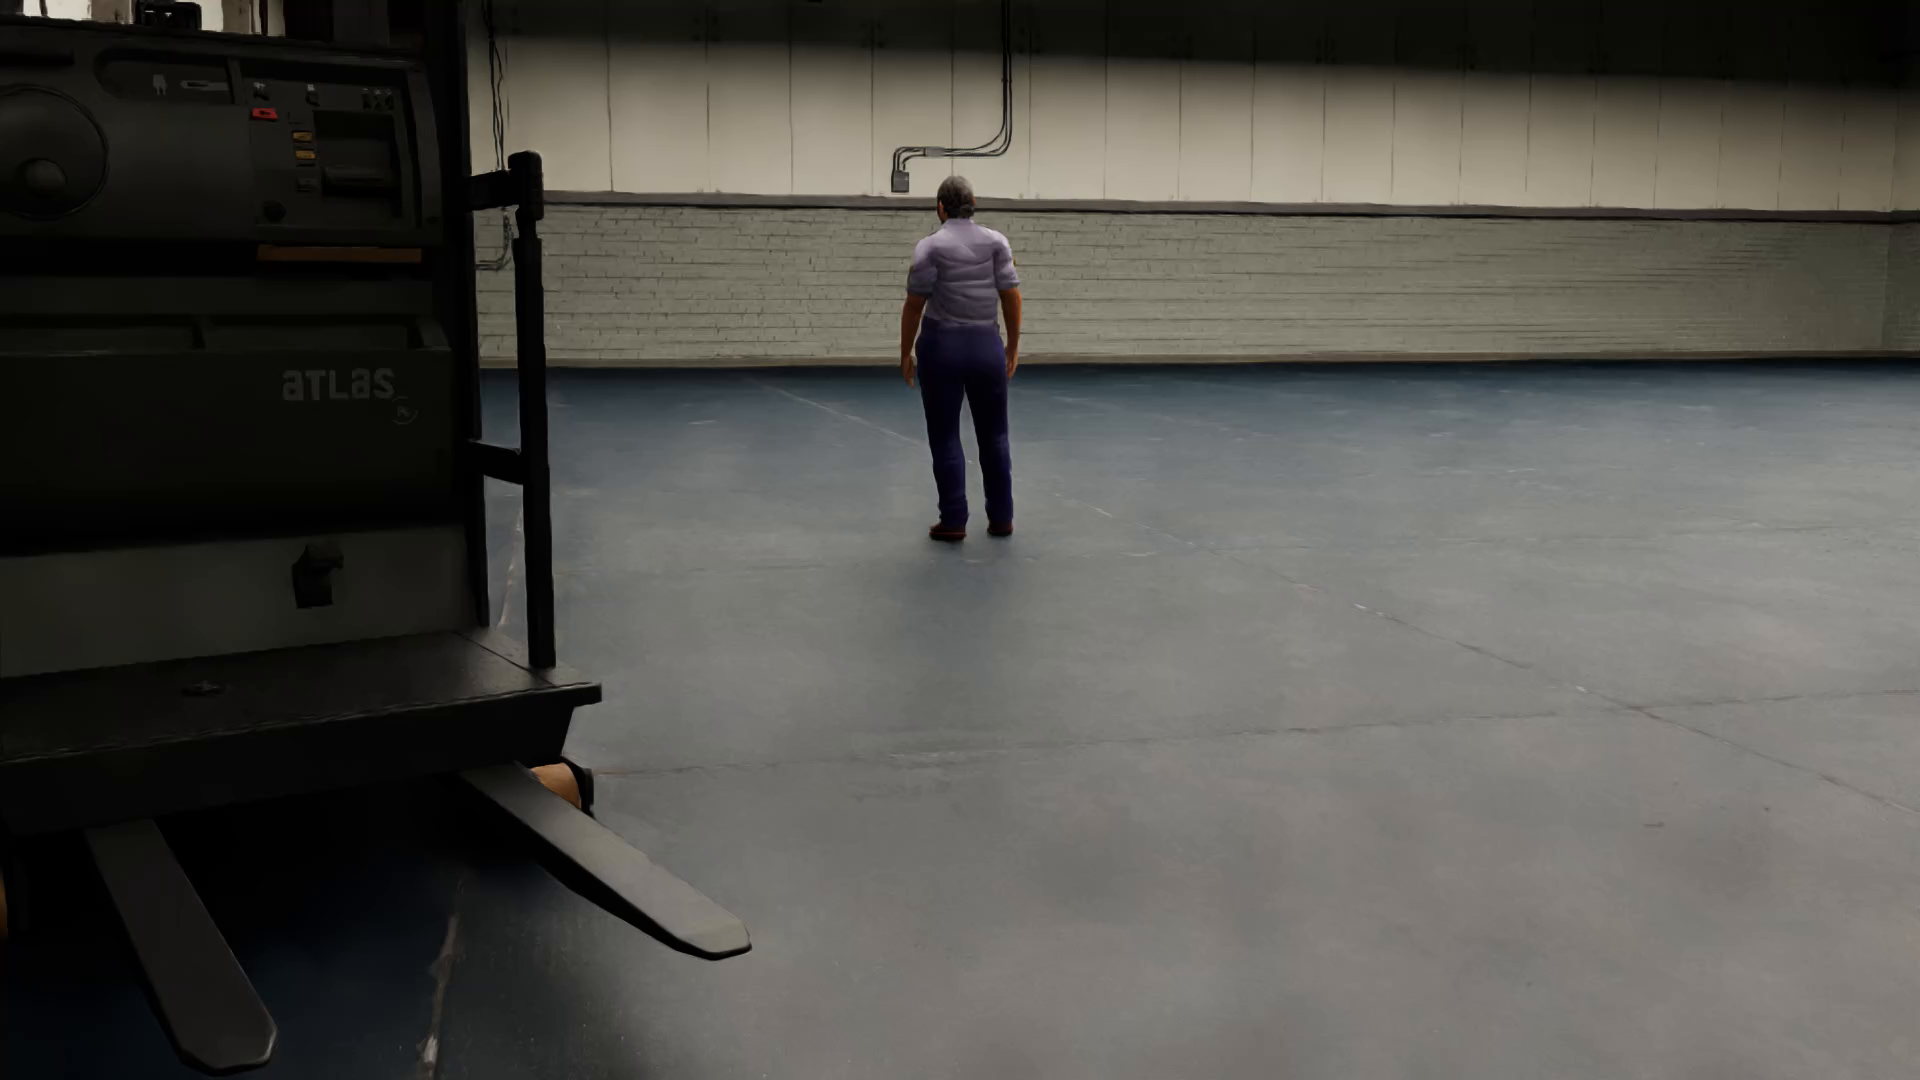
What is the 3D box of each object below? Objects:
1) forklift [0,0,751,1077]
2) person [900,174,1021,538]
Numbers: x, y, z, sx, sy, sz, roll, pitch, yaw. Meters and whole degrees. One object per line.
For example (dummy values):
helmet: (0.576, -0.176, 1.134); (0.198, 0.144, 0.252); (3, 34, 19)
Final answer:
forklift: (-1.393, -0.836, 3.114); (1.130, 2.935, 3.031); (-5, 10, -33)
person: (0.001, -0.830, 7.685); (0.599, 1.637, 0.502); (-2, 8, -13)
